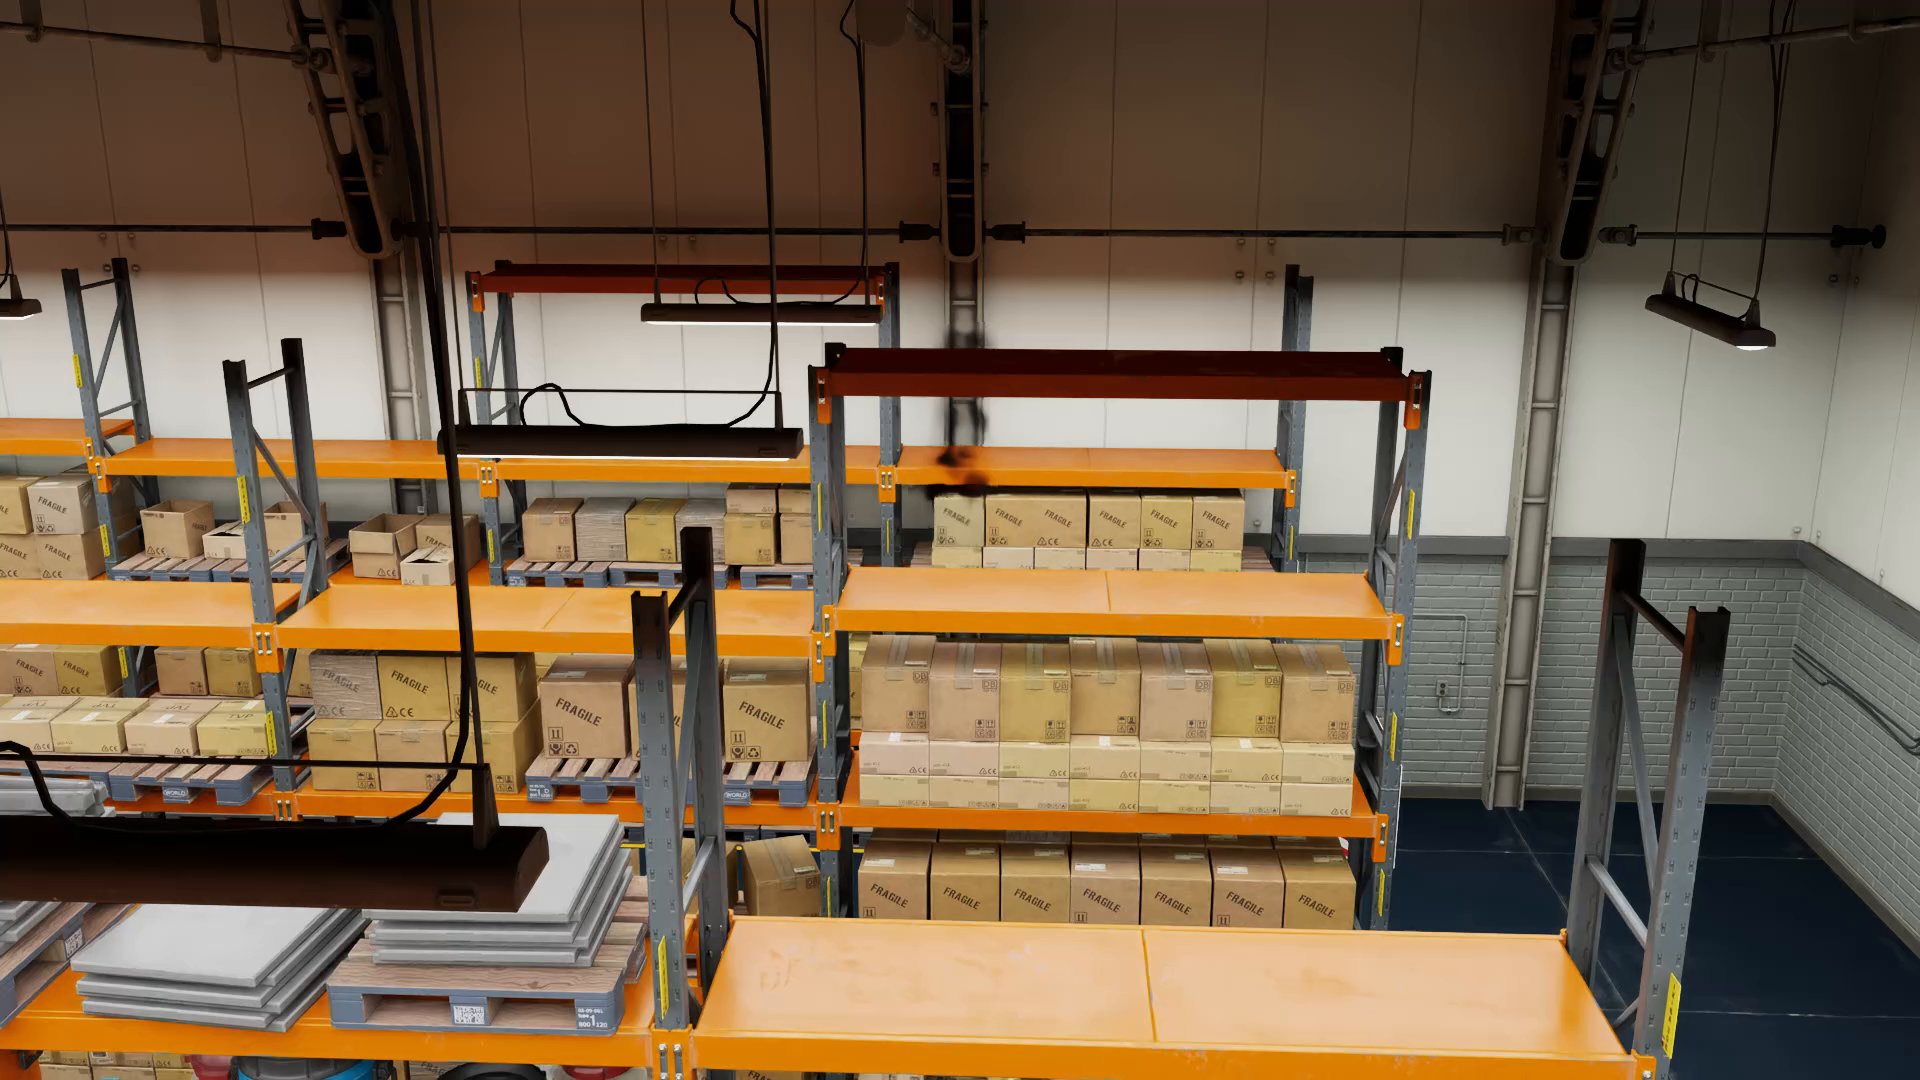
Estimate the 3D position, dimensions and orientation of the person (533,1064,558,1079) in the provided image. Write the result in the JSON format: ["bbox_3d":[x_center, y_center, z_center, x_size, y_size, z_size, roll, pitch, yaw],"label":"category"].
[{"bbox_3d":[-2.764,4.203,11.116,0.731,1.638,0.649,0,16,0],"label":"person"}]
